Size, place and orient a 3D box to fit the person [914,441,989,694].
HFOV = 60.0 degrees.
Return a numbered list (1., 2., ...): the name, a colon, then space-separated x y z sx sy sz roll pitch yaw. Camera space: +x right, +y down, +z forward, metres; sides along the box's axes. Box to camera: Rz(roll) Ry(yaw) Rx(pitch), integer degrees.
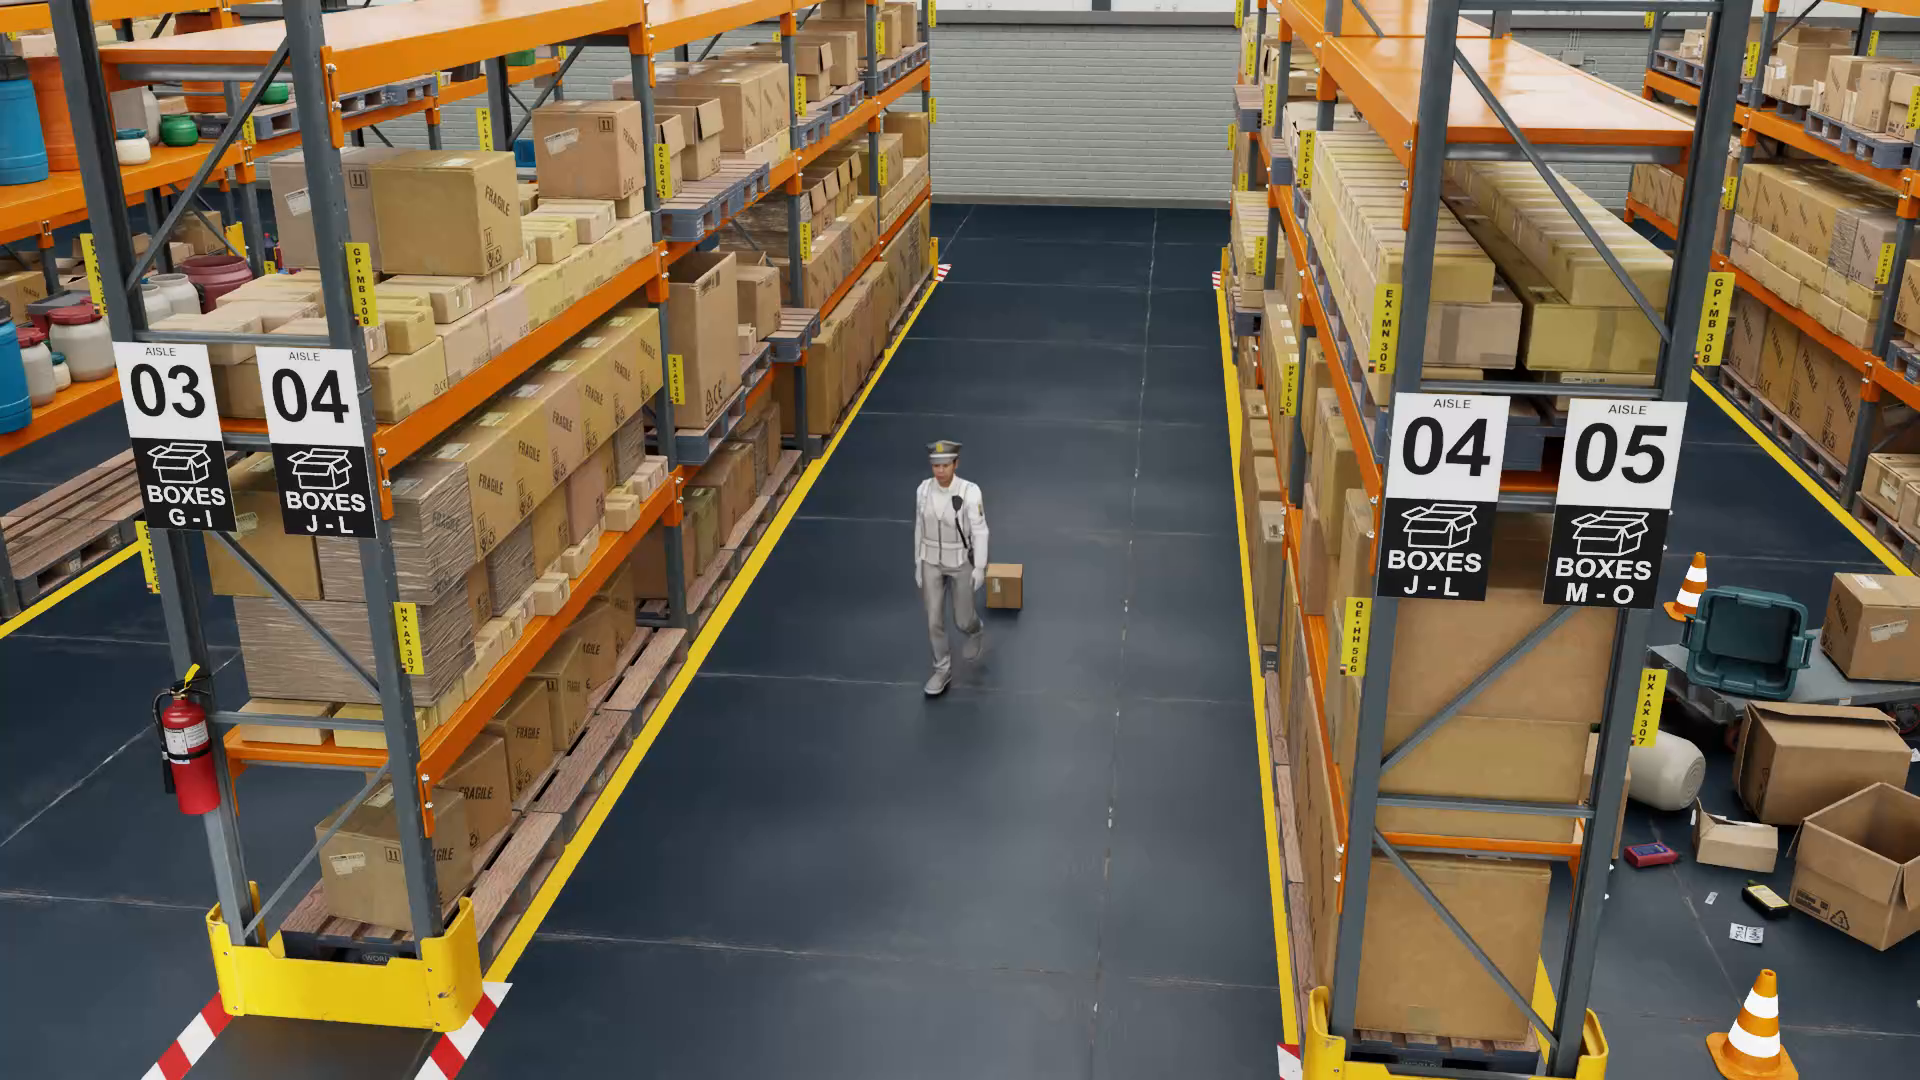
1. person: -0.043 0.126 10.669 0.493 1.670 0.626 7 22 18
